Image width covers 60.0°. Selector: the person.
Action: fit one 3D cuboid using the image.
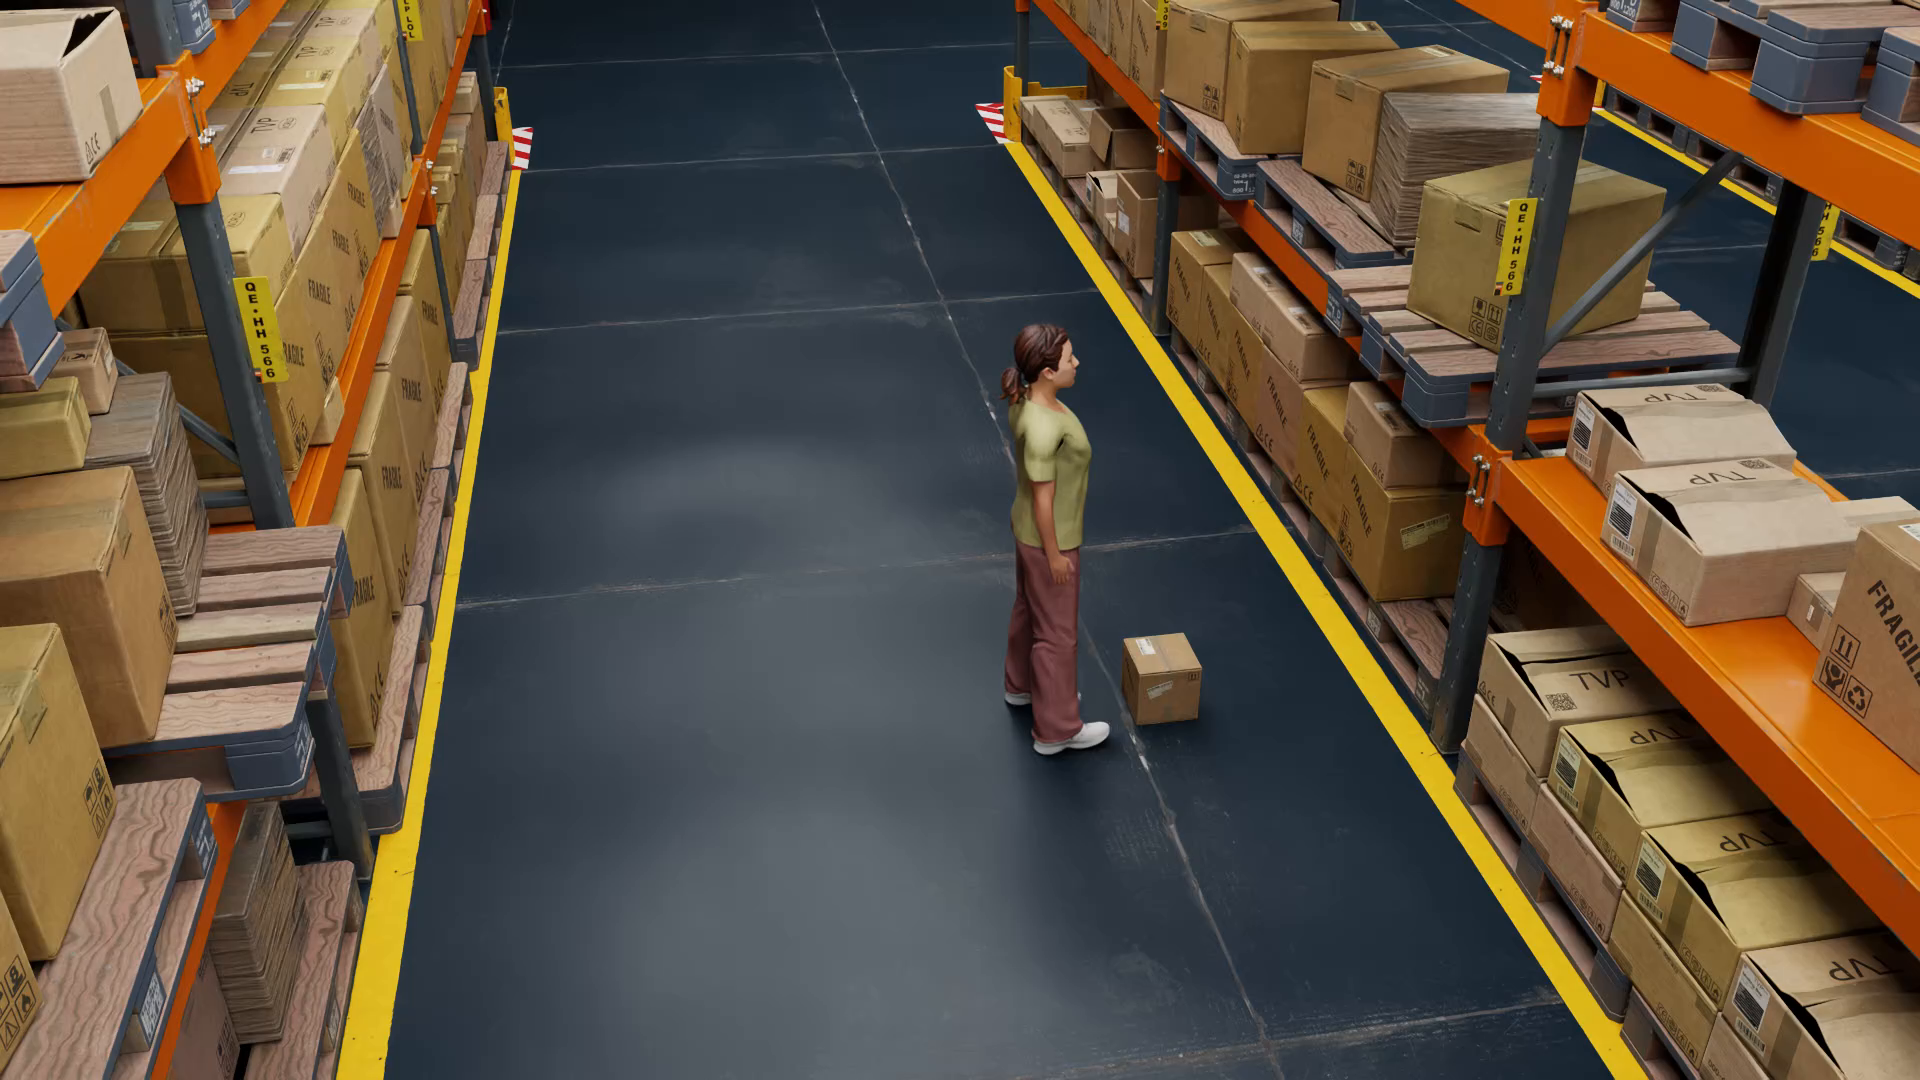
[{"bbox_3d":[0.351,-0.008,6.141,0.439,1.666,0.509,-2,31,-4],"label":"person"}]
